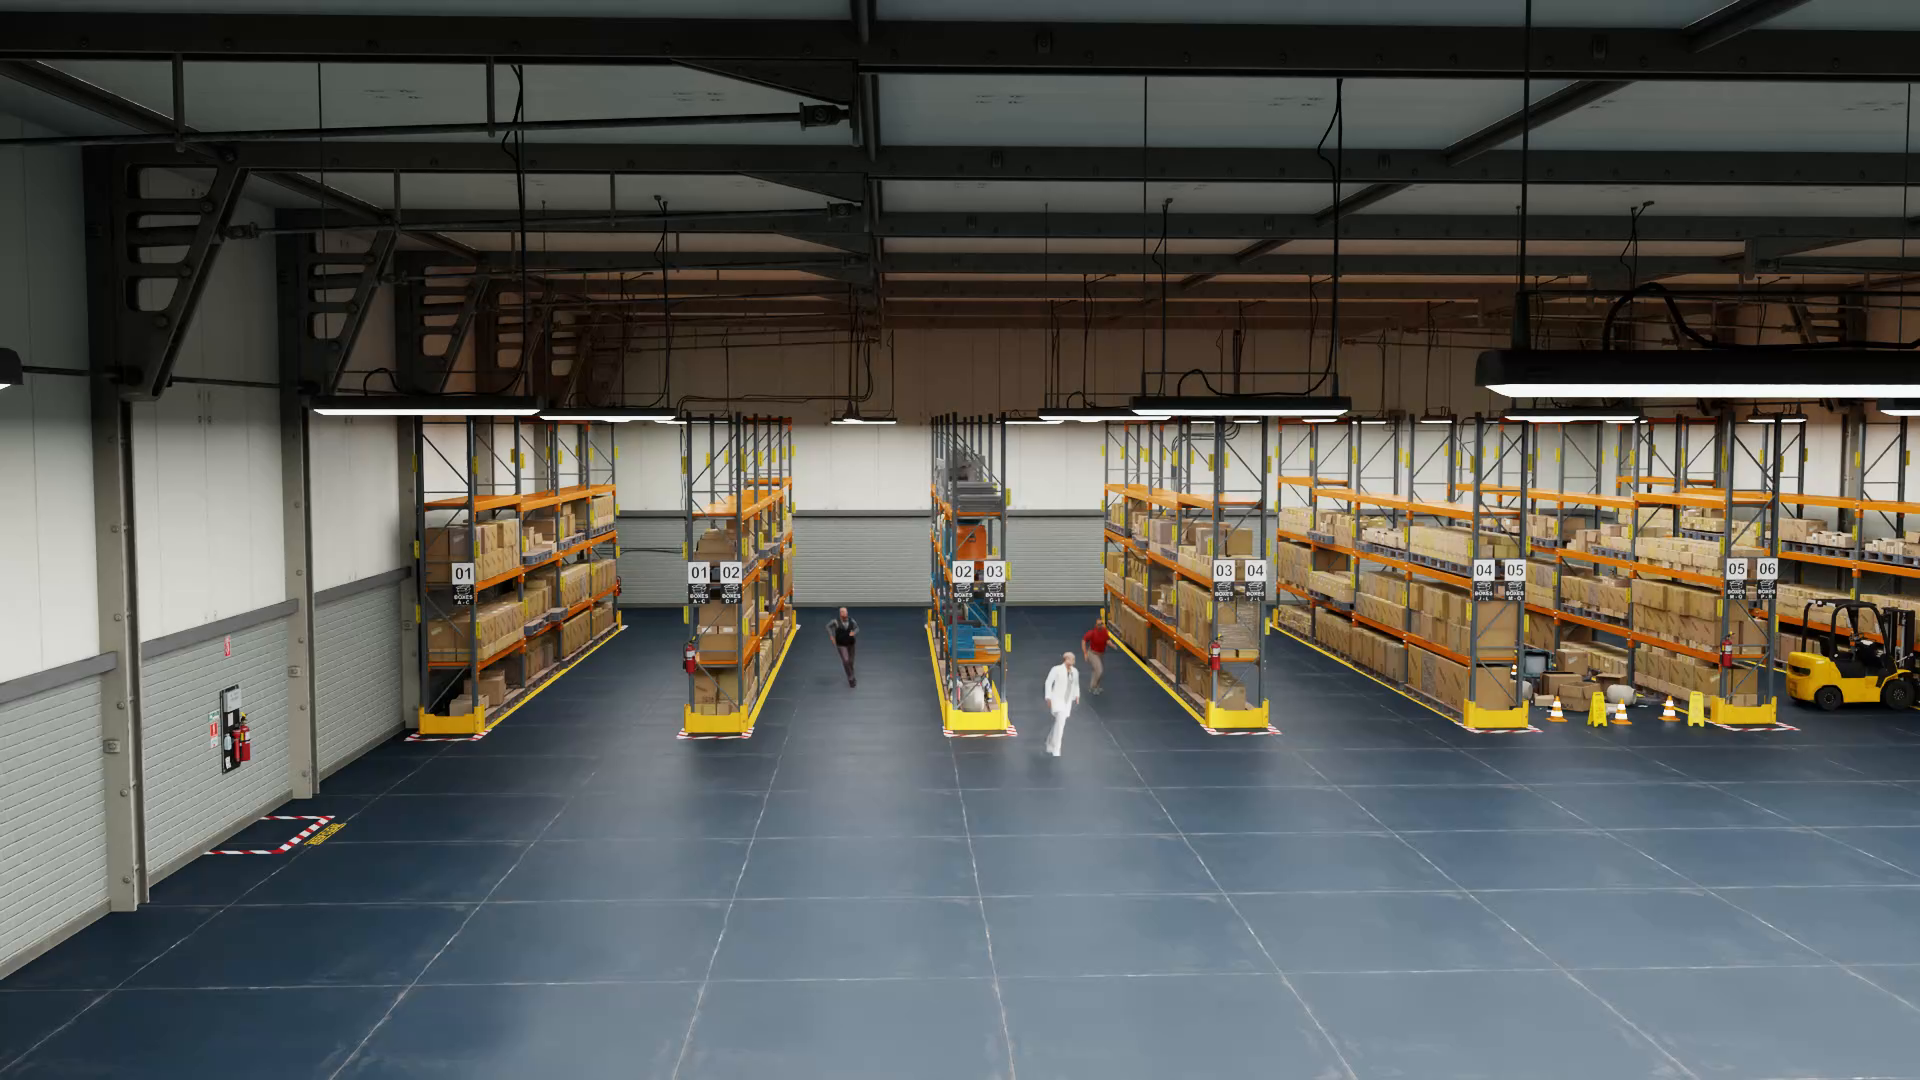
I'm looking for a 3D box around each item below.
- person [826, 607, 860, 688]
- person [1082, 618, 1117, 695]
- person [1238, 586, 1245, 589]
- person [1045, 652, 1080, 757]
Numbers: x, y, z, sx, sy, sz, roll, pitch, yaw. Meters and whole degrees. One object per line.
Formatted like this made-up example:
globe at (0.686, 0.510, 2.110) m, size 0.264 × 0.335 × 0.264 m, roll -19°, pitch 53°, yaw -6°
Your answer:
person at (-2.564, 2.366, 36.768) m, size 0.718 × 1.765 × 0.799 m, roll -2°, pitch 4°, yaw -22°
person at (2.991, 2.510, 35.669) m, size 0.830 × 1.696 × 0.688 m, roll 3°, pitch 5°, yaw 41°
person at (8.138, 1.583, 48.223) m, size 0.729 × 1.768 × 0.687 m, roll 2°, pitch 4°, yaw 27°
person at (1.796, 2.849, 29.141) m, size 0.775 × 1.754 × 0.667 m, roll -3°, pitch 5°, yaw -35°
